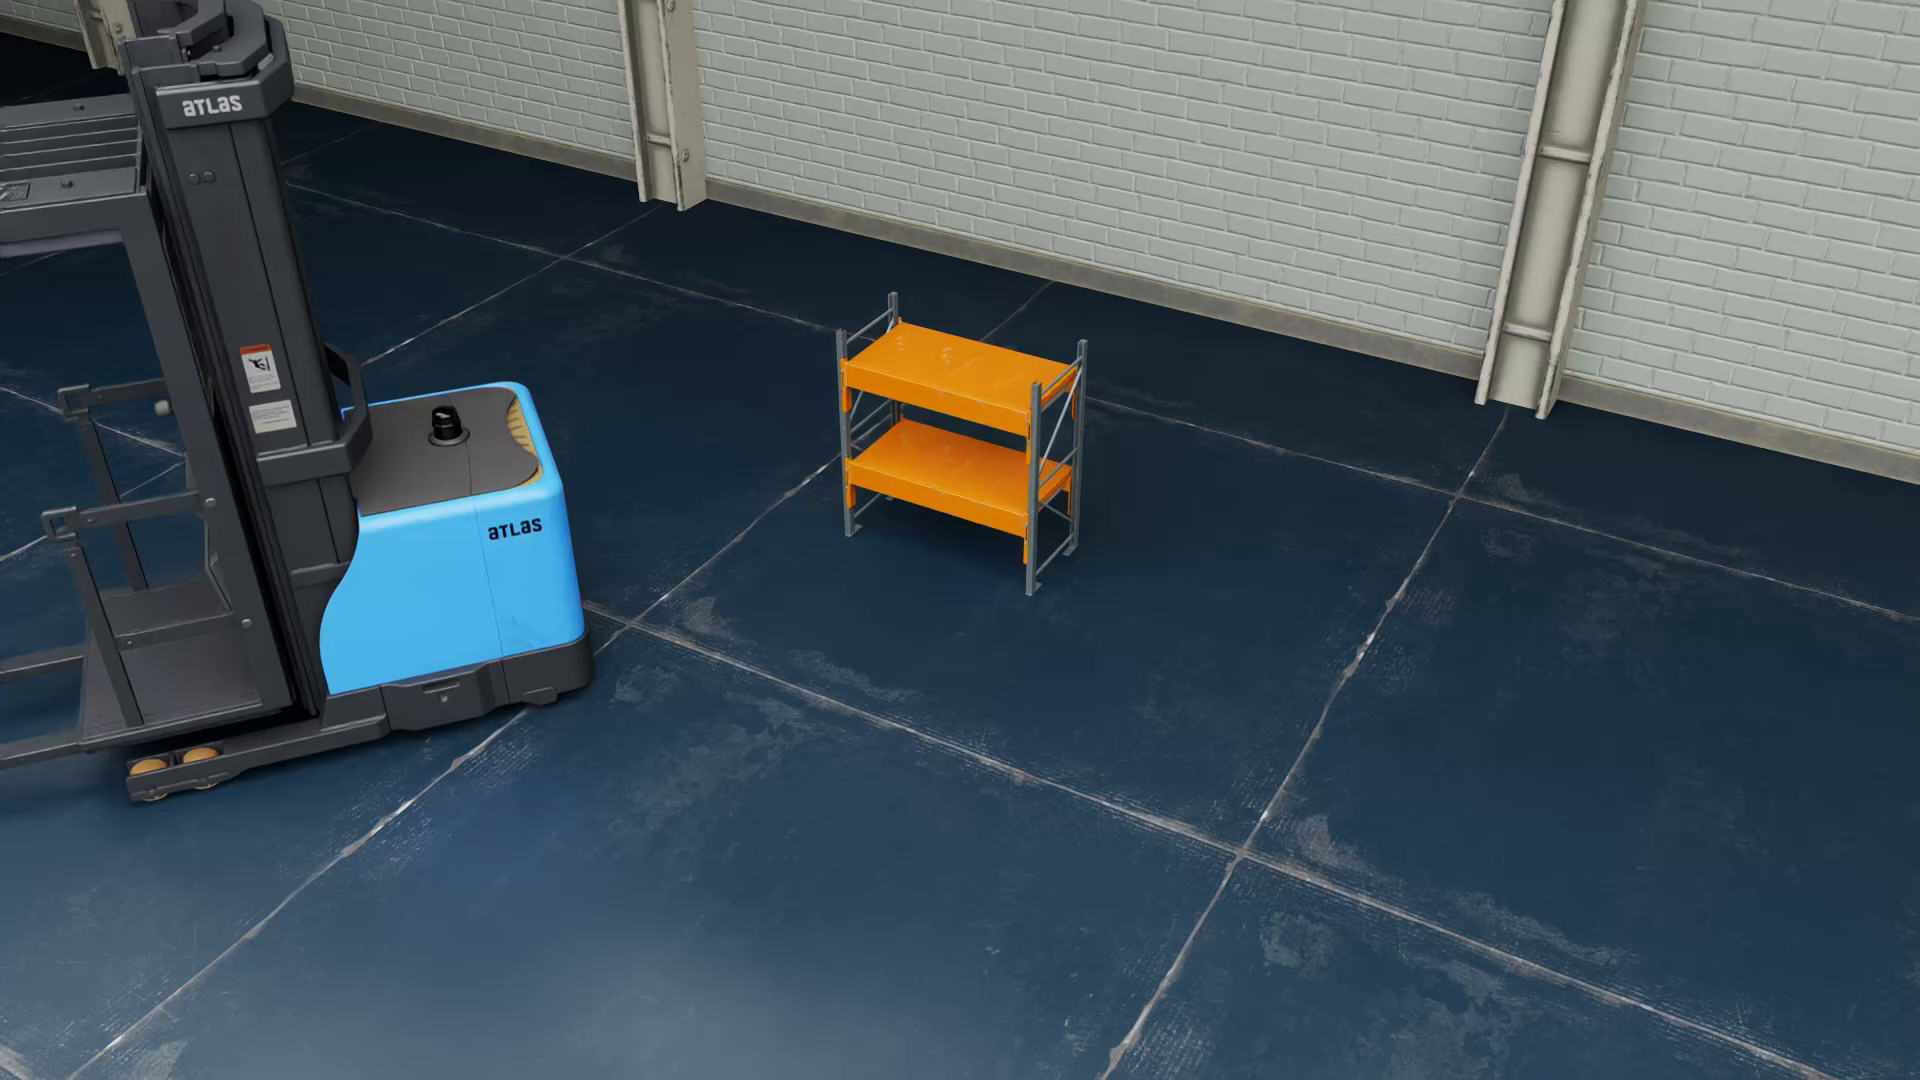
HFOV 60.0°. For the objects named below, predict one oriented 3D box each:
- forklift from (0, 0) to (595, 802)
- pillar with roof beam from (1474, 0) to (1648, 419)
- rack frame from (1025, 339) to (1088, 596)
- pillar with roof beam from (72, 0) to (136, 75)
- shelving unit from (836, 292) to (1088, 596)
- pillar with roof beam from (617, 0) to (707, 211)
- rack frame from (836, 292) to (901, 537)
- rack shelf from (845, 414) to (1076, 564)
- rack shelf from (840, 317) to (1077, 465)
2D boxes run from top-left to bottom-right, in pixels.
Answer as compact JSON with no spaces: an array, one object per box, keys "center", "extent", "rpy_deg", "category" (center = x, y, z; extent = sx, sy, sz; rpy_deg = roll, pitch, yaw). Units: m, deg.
[{"center":[-3.161,-0.506,6.365],"extent":[3.031,2.935,1.130],"rpy_deg":[-12,36,-18],"category":"forklift"},{"center":[1.025,-2.472,3.843],"extent":[0.400,9.000,9.100],"rpy_deg":[18,37,24],"category":"pillar with roof beam"},{"center":[0.447,-0.327,7.725],"extent":[0.032,1.125,0.500],"rpy_deg":[18,37,24],"category":"rack frame"},{"center":[-9.394,-5.772,8.799],"extent":[0.400,9.000,9.100],"rpy_deg":[18,37,24],"category":"pillar with roof beam"},{"center":[0.006,-0.466,7.935],"extent":[1.048,1.125,0.538],"rpy_deg":[18,37,24],"category":"shelving unit"},{"center":[-4.185,-4.122,6.321],"extent":[0.400,9.000,9.100],"rpy_deg":[18,37,24],"category":"pillar with roof beam"},{"center":[-0.435,-0.606,8.145],"extent":[0.032,1.125,0.500],"rpy_deg":[18,37,24],"category":"rack frame"},{"center":[0.006,-0.263,8.071],"extent":[1.000,0.278,0.538],"rpy_deg":[18,37,24],"category":"rack shelf"},{"center":[0.006,-0.710,7.773],"extent":[1.000,0.278,0.538],"rpy_deg":[18,37,24],"category":"rack shelf"}]
